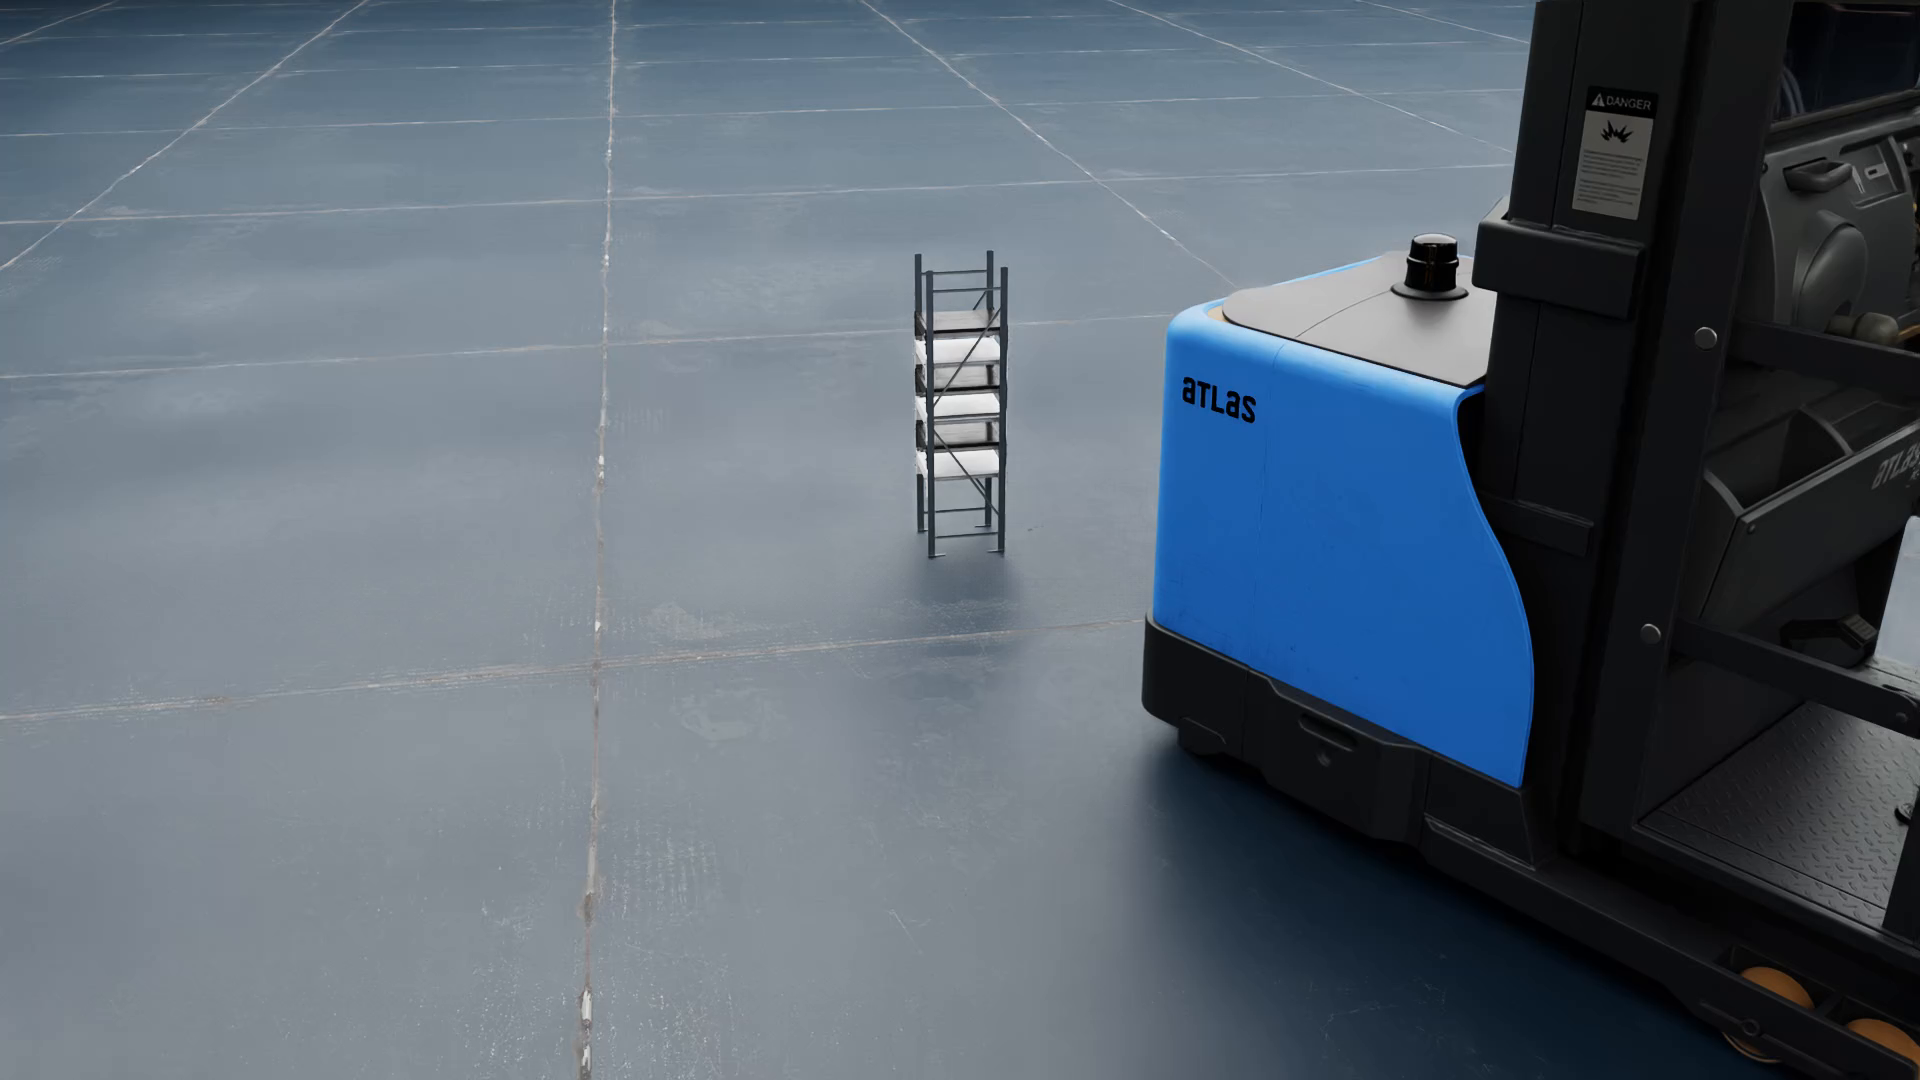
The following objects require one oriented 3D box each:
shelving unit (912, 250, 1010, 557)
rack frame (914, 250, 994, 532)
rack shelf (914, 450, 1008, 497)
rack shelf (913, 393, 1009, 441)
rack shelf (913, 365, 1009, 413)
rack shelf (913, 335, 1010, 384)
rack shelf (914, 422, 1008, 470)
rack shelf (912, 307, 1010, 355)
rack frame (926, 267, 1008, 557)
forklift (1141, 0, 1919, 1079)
[{"bbox_3d":[0.001,-0.409,5.063,0.258,0.900,0.210,-4,24,-10],"label":"shelving unit"},{"bbox_3d":[-0.017,-0.449,5.154,0.240,0.900,0.006,-4,24,-10],"label":"rack frame"},{"bbox_3d":[0.001,-0.214,5.148,0.258,0.077,0.200,-4,24,-10],"label":"rack shelf"},{"bbox_3d":[0.001,-0.379,5.076,0.258,0.077,0.200,-4,24,-10],"label":"rack shelf"},{"bbox_3d":[0.001,-0.461,5.040,0.258,0.077,0.200,-4,24,-10],"label":"rack shelf"},{"bbox_3d":[0.001,-0.544,5.004,0.258,0.077,0.200,-4,24,-10],"label":"rack shelf"},{"bbox_3d":[0.001,-0.296,5.112,0.258,0.077,0.200,-4,24,-10],"label":"rack shelf"},{"bbox_3d":[0.001,-0.626,4.968,0.258,0.077,0.200,-4,24,-10],"label":"rack shelf"},{"bbox_3d":[0.020,-0.369,4.971,0.240,0.900,0.006,-4,24,-10],"label":"rack frame"},{"bbox_3d":[1.799,-0.557,2.863,1.130,2.935,3.031,-19,30,-37],"label":"forklift"}]
